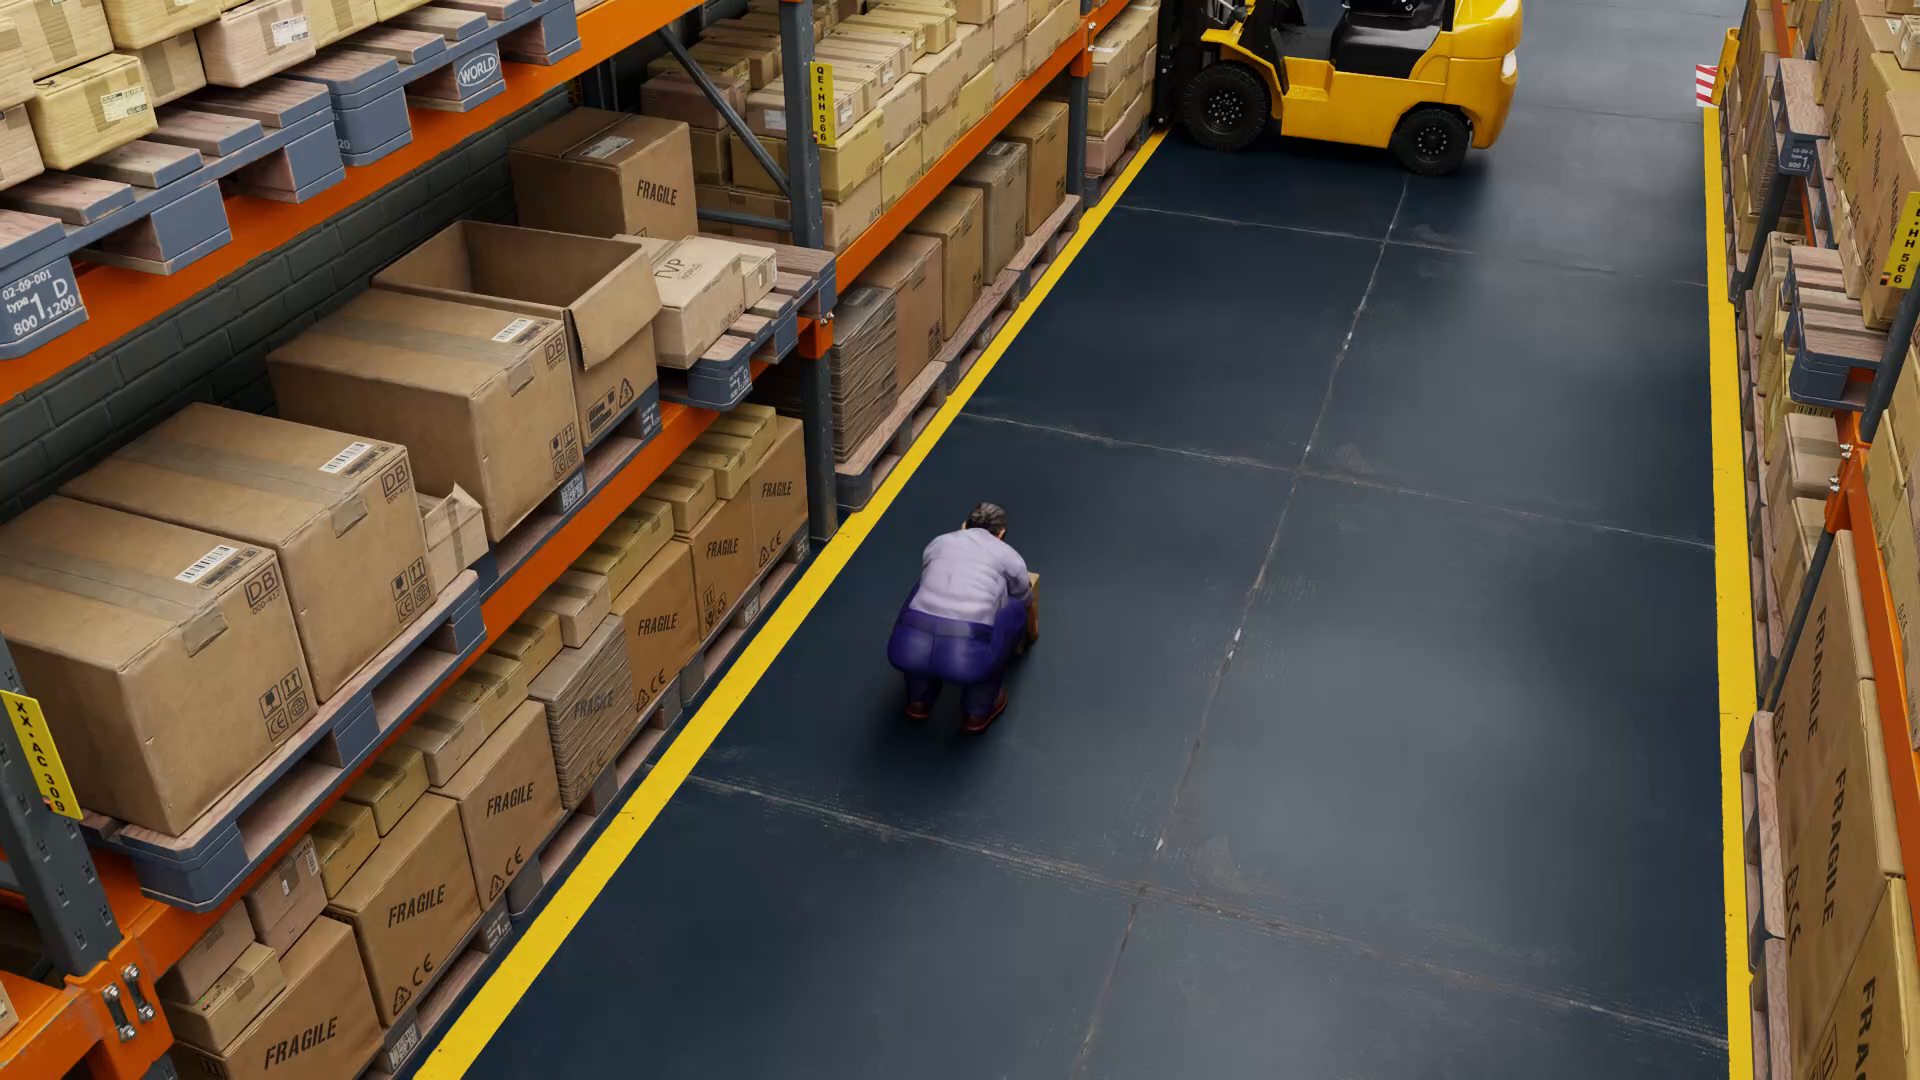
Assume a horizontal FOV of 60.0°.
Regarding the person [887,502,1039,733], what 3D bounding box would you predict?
[{"bbox_3d":[0.021,0.321,6.578,0.491,0.698,0.962,10,35,15],"label":"person"}]
